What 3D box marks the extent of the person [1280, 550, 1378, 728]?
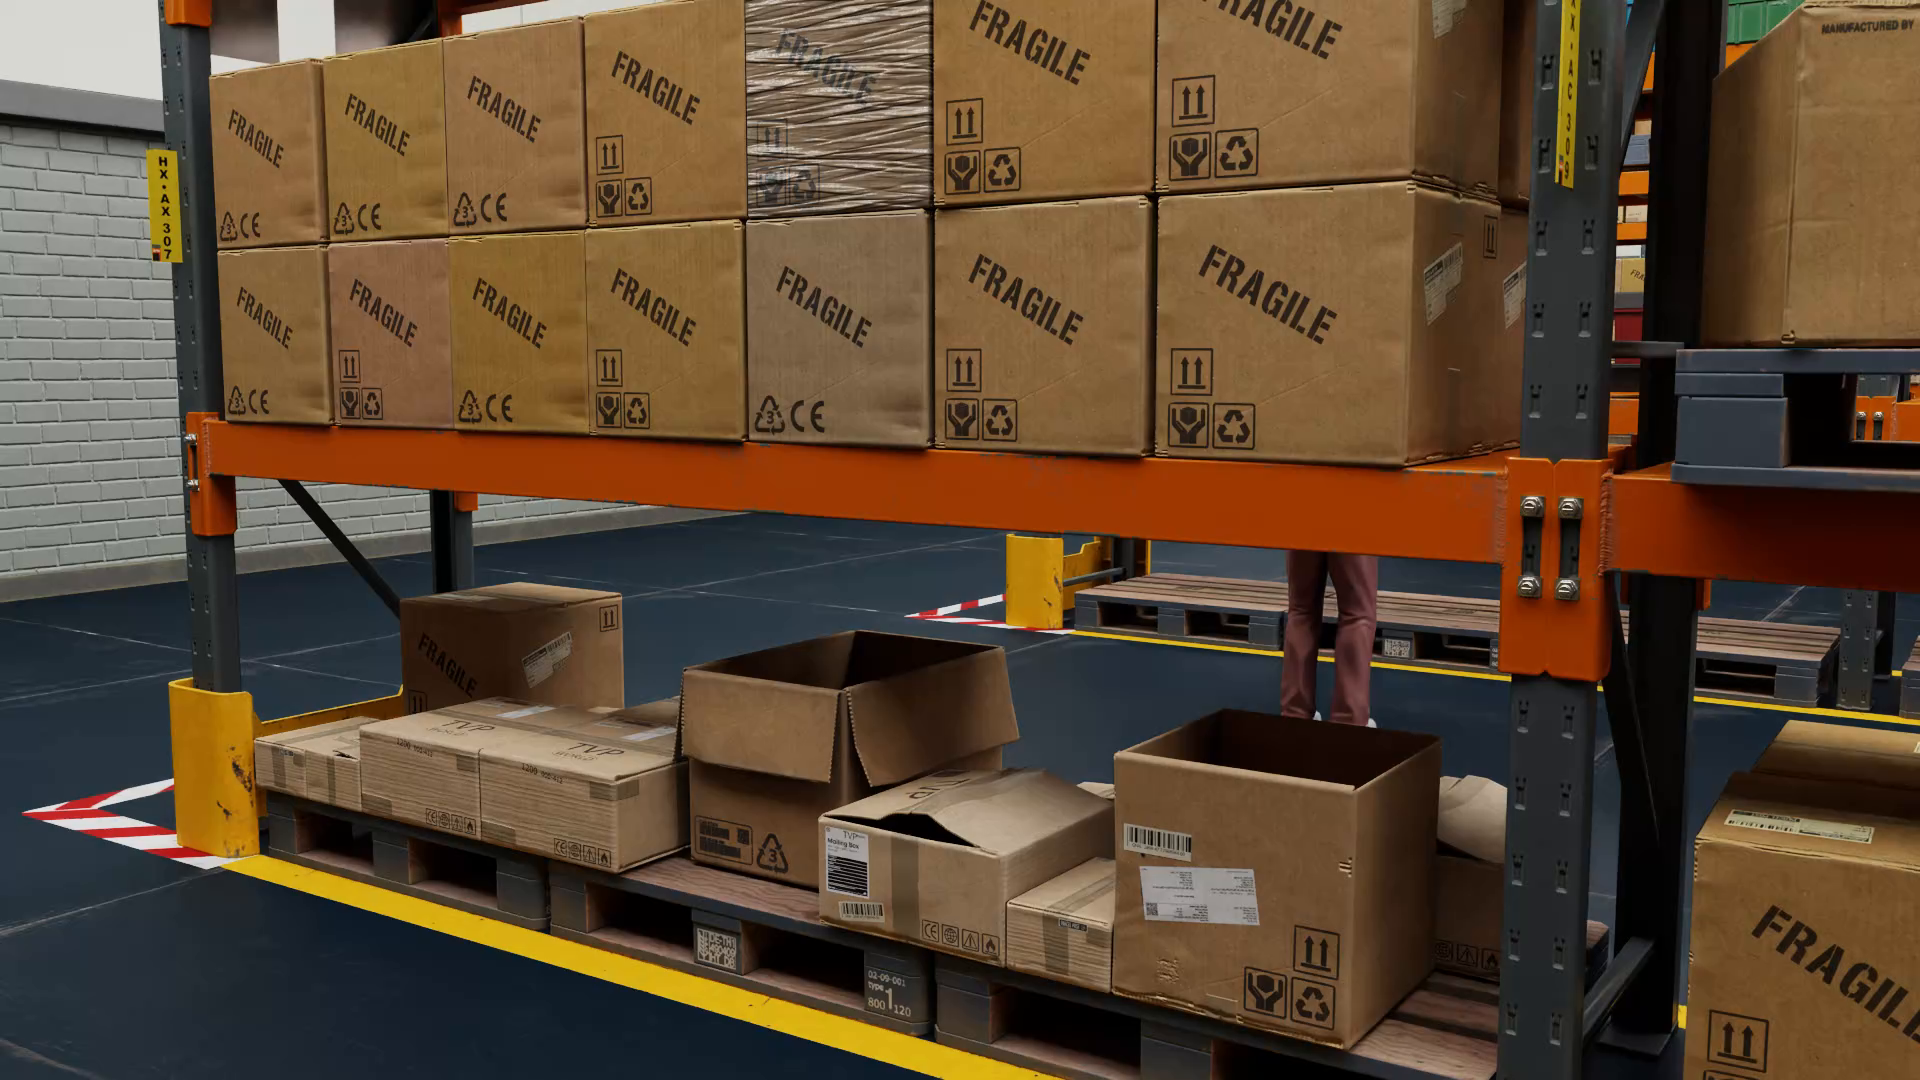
[{"bbox_3d":[1.465,-0.056,6.514,0.428,1.662,0.552,4,8,34],"label":"person"}]
